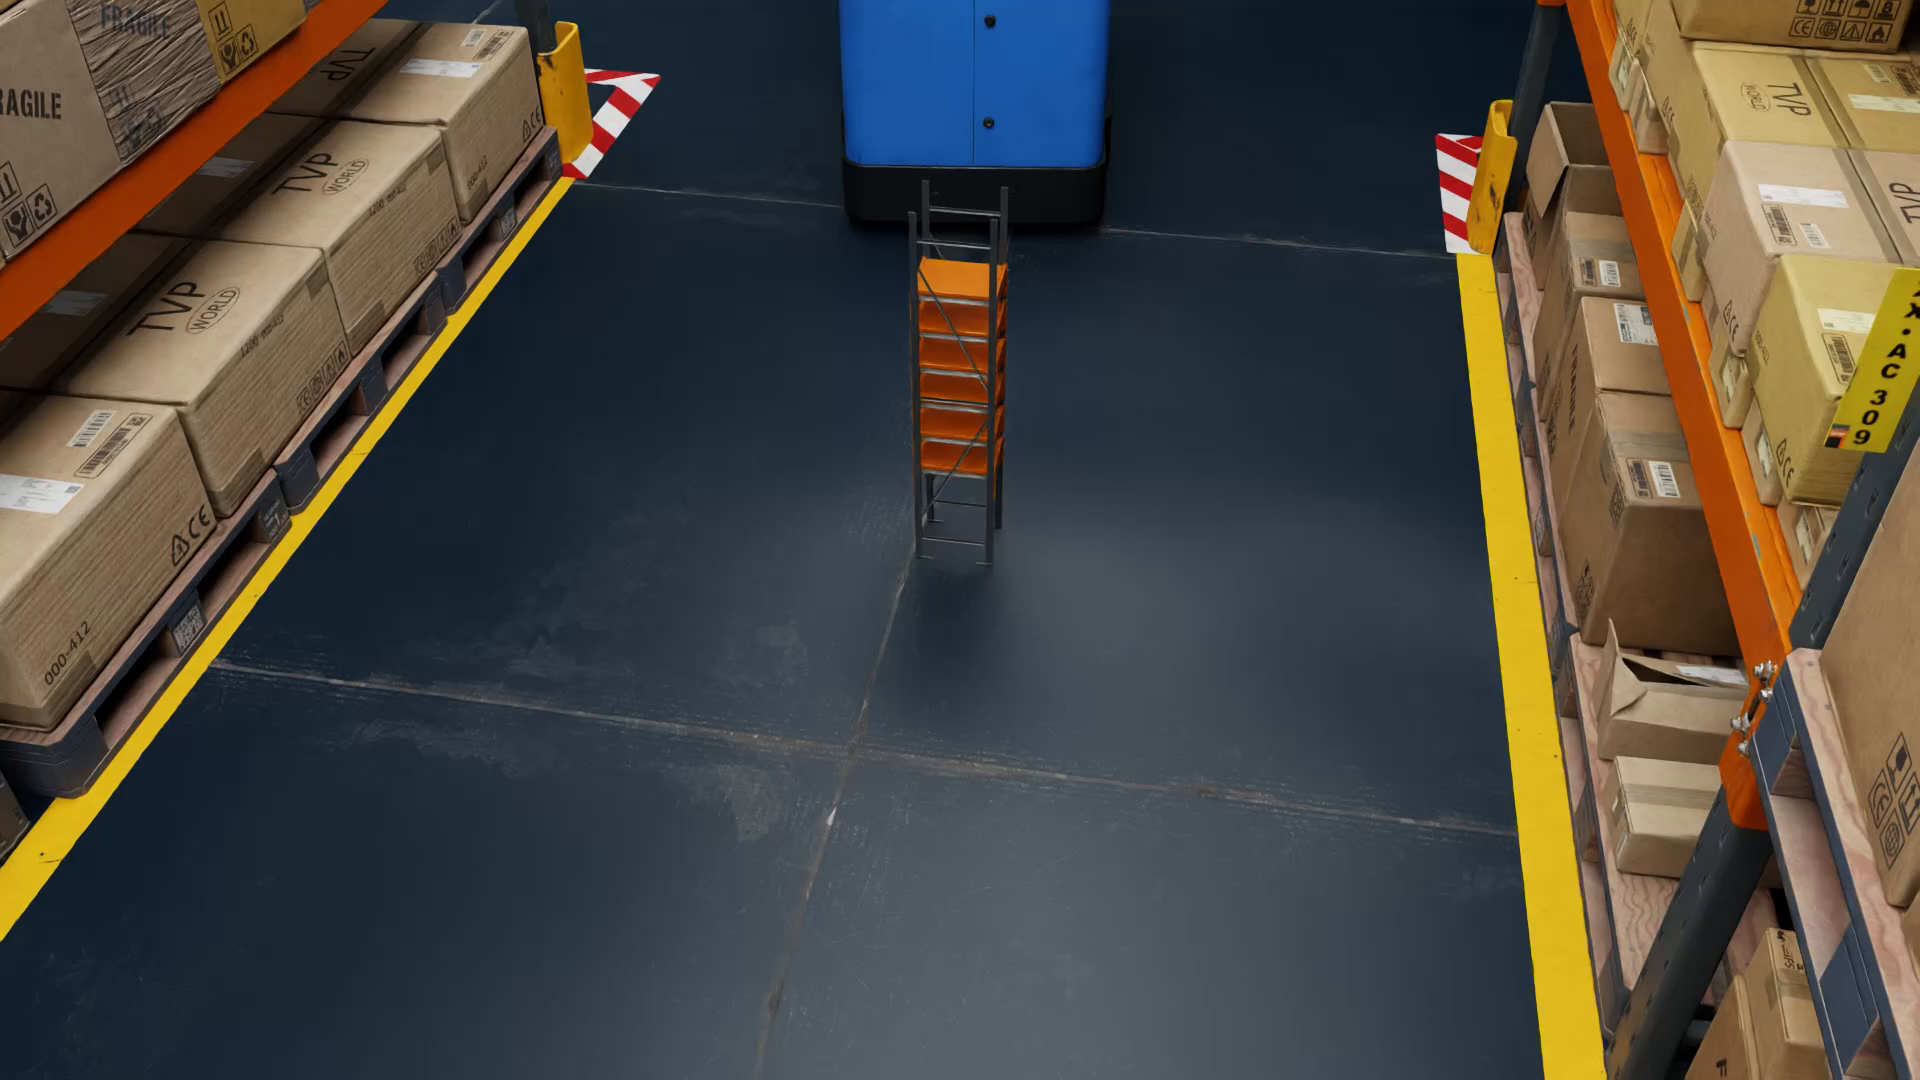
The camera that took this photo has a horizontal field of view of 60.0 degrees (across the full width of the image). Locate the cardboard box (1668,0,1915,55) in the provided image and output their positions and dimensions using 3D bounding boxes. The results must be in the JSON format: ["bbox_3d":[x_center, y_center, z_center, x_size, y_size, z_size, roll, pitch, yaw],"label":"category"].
[{"bbox_3d":[2.051,-1.541,4.055,0.500,0.500,0.500,7,40,9],"label":"cardboard box"}]

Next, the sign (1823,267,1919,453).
[{"bbox_3d":[1.426,-0.269,2.543,0.100,0.325,0.005,6,40,8],"label":"sign"}]

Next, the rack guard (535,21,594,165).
[{"bbox_3d":[-2.231,-1.988,7.262,1.175,0.500,0.348,6,40,8],"label":"rack guard"}]

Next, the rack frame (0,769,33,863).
[{"bbox_3d":[-2.928,-0.426,3.411,1.000,3.000,0.127,6,40,8],"label":"rack frame"}]

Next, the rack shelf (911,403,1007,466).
[{"bbox_3d":[-0.003,-0.327,4.961,0.258,0.103,0.180,6,40,8],"label":"rack shelf"}]

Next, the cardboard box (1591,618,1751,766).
[{"bbox_3d":[1.831,0.405,4.222,0.396,0.266,0.258,8,40,9],"label":"cardboard box"}]

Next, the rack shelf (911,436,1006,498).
[{"bbox_3d":[-0.003,-0.234,5.038,0.258,0.103,0.180,6,40,8],"label":"rack shelf"}]

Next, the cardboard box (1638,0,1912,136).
[{"bbox_3d":[2.071,-1.235,4.274,0.500,0.250,0.500,5,40,7],"label":"cardboard box"}]

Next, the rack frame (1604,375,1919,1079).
[{"bbox_3d":[1.962,0.119,2.752,1.000,3.000,0.127,6,40,8],"label":"rack frame"}]

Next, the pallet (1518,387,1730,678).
[{"bbox_3d":[2.291,-0.005,5.090,1.003,0.211,1.213,6,40,8],"label":"pallet"}]

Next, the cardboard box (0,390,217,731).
[{"bbox_3d":[-2.713,0.018,4.556,0.875,0.438,0.875,6,40,7],"label":"cardboard box"}]

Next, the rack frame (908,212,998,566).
[{"bbox_3d":[-0.018,-0.396,4.787,0.240,1.200,0.006,6,40,8],"label":"rack frame"}]

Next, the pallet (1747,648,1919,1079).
[{"bbox_3d":[1.716,0.683,2.221,1.003,0.211,1.213,6,40,8],"label":"pallet"}]

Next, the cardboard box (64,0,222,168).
[{"bbox_3d":[-2.405,-1.357,4.458,0.500,0.500,0.500,7,40,8],"label":"cardboard box"}]

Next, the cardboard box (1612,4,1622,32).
[{"bbox_3d":[2.213,-1.633,5.068,0.380,0.149,0.250,8,40,9],"label":"cardboard box"}]

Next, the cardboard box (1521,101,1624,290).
[{"bbox_3d":[2.455,-1.218,5.998,0.797,0.503,0.637,5,40,6],"label":"cardboard box"}]

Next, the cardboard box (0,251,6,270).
[{"bbox_3d":[-2.588,-0.730,3.700,0.500,0.500,0.500,8,40,9],"label":"cardboard box"}]

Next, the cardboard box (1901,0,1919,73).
[{"bbox_3d":[2.564,-1.168,4.193,0.500,0.250,0.500,6,40,8],"label":"cardboard box"}]

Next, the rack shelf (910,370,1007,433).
[{"bbox_3d":[-0.002,-0.419,4.885,0.258,0.103,0.180,6,40,8],"label":"rack shelf"}]

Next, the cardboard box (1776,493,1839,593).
[{"bbox_3d":[1.768,-0.012,3.108,0.380,0.149,0.250,7,40,8],"label":"cardboard box"}]

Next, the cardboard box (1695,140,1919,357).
[{"bbox_3d":[1.882,-0.600,3.506,0.500,0.250,0.500,7,40,8],"label":"cardboard box"}]

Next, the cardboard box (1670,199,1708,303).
[{"bbox_3d":[1.902,-0.669,3.902,0.380,0.149,0.250,6,40,7],"label":"cardboard box"}]

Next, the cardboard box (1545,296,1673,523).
[{"bbox_3d":[2.079,-0.363,4.968,0.500,0.500,0.500,7,40,8],"label":"cardboard box"}]

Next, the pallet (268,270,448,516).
[{"bbox_3d":[-2.510,-0.588,5.795,1.003,0.211,1.213,6,40,8],"label":"pallet"}]

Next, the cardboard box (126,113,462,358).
[{"bbox_3d":[-2.401,-1.110,5.920,0.875,0.438,0.875,7,40,9],"label":"cardboard box"}]

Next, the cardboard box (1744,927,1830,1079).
[{"bbox_3d":[1.638,0.866,2.971,0.380,0.149,0.250,8,40,10],"label":"cardboard box"}]

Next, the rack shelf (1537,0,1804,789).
[{"bbox_3d":[2.308,-0.859,4.499,1.077,0.370,4.000,6,40,8],"label":"rack shelf"}]

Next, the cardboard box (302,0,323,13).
[{"bbox_3d":[-2.239,-2.006,5.243,0.500,0.500,0.500,7,40,9],"label":"cardboard box"}]

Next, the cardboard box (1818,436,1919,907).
[{"bbox_3d":[1.658,0.198,2.249,0.700,0.500,0.500,7,40,9],"label":"cardboard box"}]

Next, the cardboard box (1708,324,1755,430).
[{"bbox_3d":[1.813,-0.344,3.509,0.380,0.149,0.250,7,40,9],"label":"cardboard box"}]

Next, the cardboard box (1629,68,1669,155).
[{"bbox_3d":[2.030,-1.148,4.481,0.380,0.149,0.250,7,40,9],"label":"cardboard box"}]

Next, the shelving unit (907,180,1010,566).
[{"bbox_3d":[-0.002,-0.453,4.857,0.258,1.200,0.189,6,40,8],"label":"shelving unit"}]

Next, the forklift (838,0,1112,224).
[{"bbox_3d":[0.095,-3.315,6.959,1.130,2.935,3.031,1,40,1],"label":"forklift"}]
